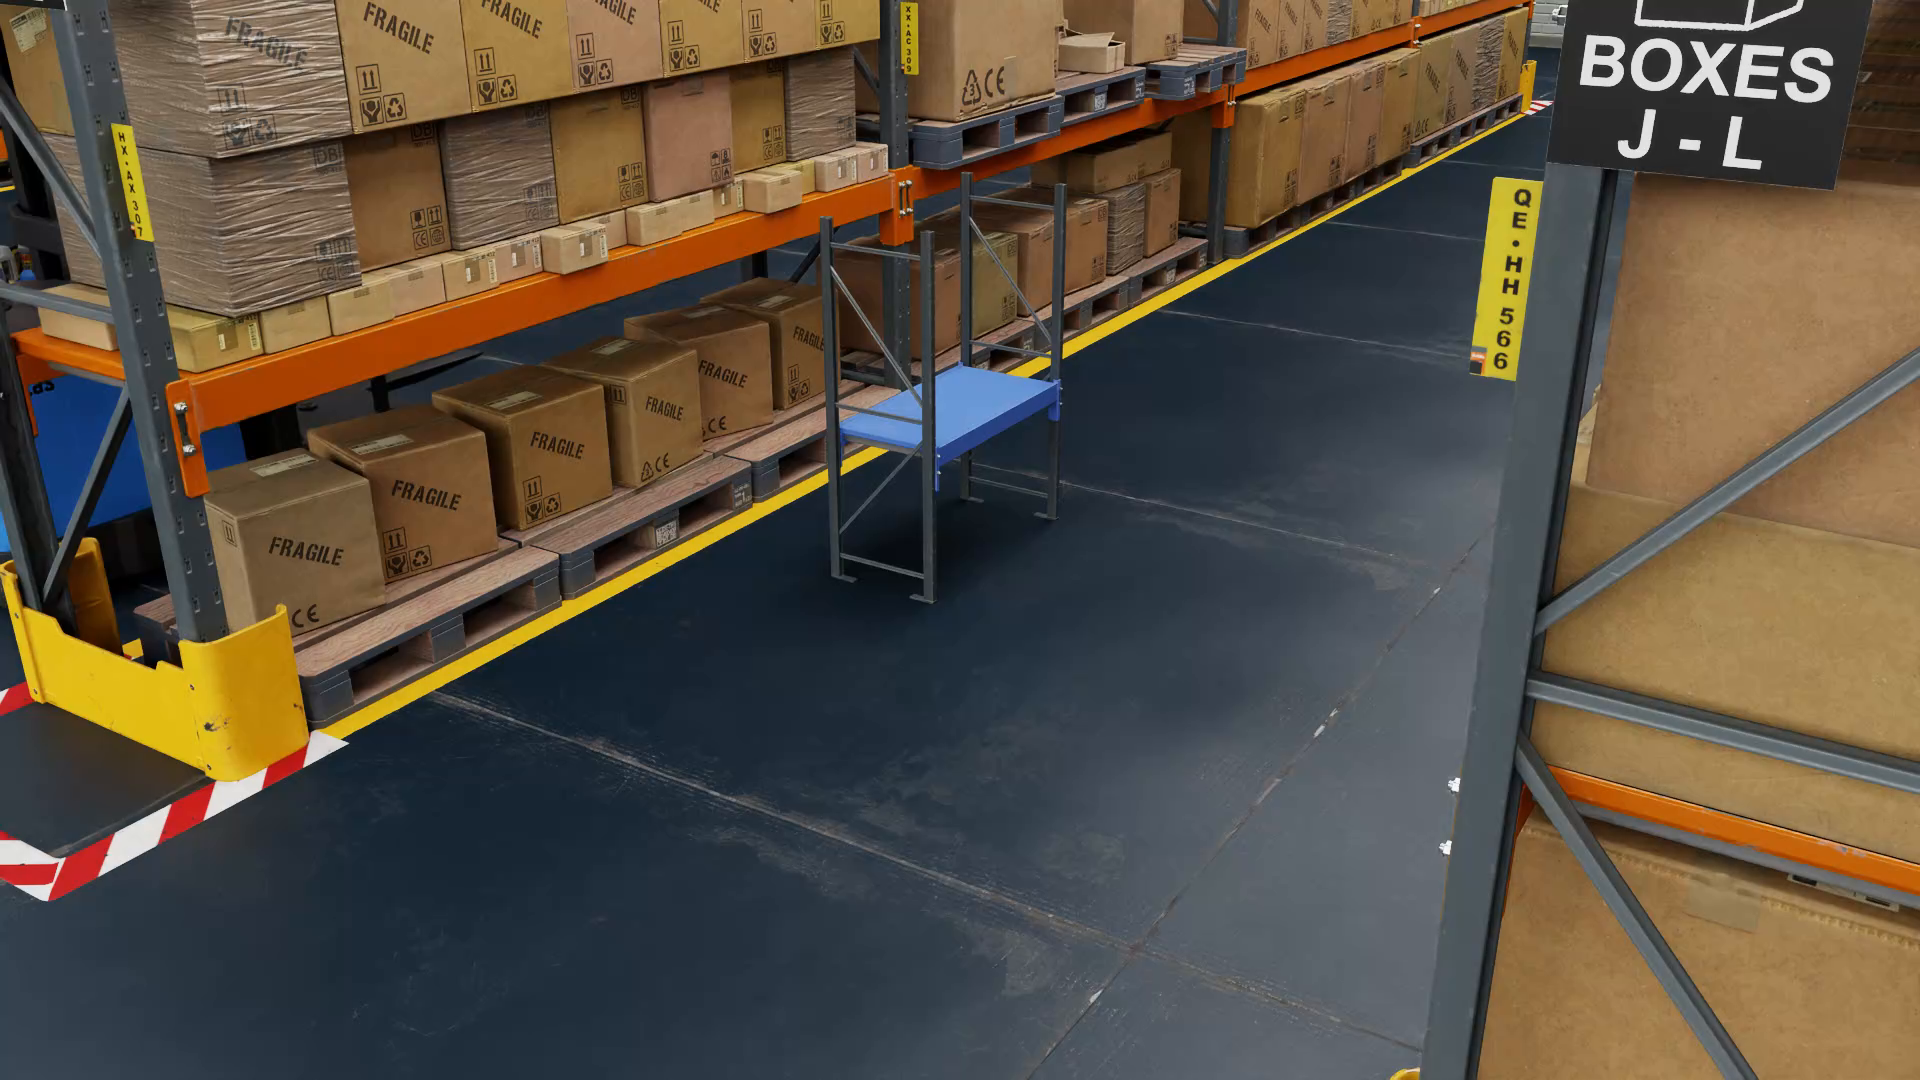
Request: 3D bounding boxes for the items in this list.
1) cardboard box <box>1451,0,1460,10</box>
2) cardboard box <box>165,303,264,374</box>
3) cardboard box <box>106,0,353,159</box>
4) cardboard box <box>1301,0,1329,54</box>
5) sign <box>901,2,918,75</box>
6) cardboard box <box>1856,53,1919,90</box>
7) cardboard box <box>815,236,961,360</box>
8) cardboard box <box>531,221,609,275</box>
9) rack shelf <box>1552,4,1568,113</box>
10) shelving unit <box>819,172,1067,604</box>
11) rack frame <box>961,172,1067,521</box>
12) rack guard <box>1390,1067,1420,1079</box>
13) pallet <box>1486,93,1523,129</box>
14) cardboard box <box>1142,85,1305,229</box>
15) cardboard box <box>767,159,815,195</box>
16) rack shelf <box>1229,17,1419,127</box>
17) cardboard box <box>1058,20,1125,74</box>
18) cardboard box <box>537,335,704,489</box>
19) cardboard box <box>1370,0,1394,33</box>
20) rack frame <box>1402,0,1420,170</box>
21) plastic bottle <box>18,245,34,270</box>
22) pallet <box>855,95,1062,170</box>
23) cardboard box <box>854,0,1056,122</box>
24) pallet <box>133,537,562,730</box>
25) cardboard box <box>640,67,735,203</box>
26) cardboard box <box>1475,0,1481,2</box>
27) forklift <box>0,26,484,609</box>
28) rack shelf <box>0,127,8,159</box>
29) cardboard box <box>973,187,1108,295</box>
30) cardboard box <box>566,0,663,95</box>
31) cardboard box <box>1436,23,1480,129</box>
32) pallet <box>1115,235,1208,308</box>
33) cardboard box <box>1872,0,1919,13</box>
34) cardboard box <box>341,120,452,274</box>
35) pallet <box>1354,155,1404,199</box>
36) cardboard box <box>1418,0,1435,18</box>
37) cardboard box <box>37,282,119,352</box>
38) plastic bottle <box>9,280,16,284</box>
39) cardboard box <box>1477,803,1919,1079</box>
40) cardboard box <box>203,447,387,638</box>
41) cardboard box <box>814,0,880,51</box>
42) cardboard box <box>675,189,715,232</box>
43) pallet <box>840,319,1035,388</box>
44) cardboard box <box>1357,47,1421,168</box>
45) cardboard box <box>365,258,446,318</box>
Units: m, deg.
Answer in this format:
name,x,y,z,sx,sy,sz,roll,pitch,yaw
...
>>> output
name,x,y,z,sx,sy,sz,roll,pitch,yaw
cardboard box,4.366,-4.964,15.257,0.380,0.149,0.250,13,27,28
cardboard box,-2.464,-0.663,5.322,0.380,0.149,0.250,14,27,29
cardboard box,-2.295,-1.502,5.184,0.500,0.500,0.500,14,27,29
cardboard box,2.428,-3.933,12.434,0.500,0.500,0.500,13,27,28
sign,-0.241,-2.368,7.855,0.100,0.325,0.005,14,27,29
cardboard box,2.195,-0.705,3.556,0.875,0.550,0.550,14,27,29
cardboard box,-0.364,-1.339,9.161,0.700,0.500,0.500,12,26,25
cardboard box,-1.590,-1.149,6.444,0.380,0.149,0.250,14,27,29
rack shelf,2.399,-1.380,3.791,1.077,0.370,4.000,14,27,29
shelving unit,-0.045,-0.659,6.886,0.538,1.500,1.048,14,27,29
rack frame,0.223,-0.831,7.282,0.500,1.500,0.032,14,27,29
rack guard,1.331,1.497,3.163,1.175,0.500,0.348,14,27,29
pallet,5.268,-4.566,17.532,1.003,0.211,1.213,14,27,29
cardboard box,1.785,-2.878,12.269,1.225,0.875,0.875,12,26,27
cardboard box,-0.893,-1.678,7.667,0.380,0.149,0.250,14,27,29
rack shelf,2.458,-3.777,13.104,1.077,0.370,4.000,14,27,29
cardboard box,0.753,-2.944,9.915,0.396,0.266,0.258,13,27,27
cardboard box,-1.508,-0.580,7.432,0.500,0.500,0.500,11,26,24
cardboard box,3.232,-4.447,13.622,0.500,0.500,0.500,15,27,31
rack frame,3.513,-4.782,14.521,1.000,3.000,0.127,14,27,29
plastic bottle,-5.838,-1.763,10.427,0.097,0.271,0.097,0,23,0
pallet,-0.180,-2.221,8.847,1.003,0.211,1.213,14,27,29
cardboard box,-0.168,-2.789,8.633,1.000,1.000,1.000,14,27,29
pallet,-2.318,0.255,6.394,1.003,0.211,1.213,14,27,29
cardboard box,-1.468,-1.774,7.072,0.875,0.500,0.500,14,27,29
cardboard box,4.773,-5.223,15.856,0.380,0.149,0.250,13,27,27
forklift,-3.212,-1.605,7.269,1.130,2.935,3.031,15,28,31
rack shelf,-5.969,-2.115,9.265,1.077,0.370,4.000,14,27,29
cardboard box,0.492,-1.874,10.395,0.700,0.500,0.500,16,28,33
cardboard box,-1.504,-2.008,6.354,0.500,0.500,0.500,14,27,29
cardboard box,4.404,-4.509,16.037,0.875,0.875,0.875,14,27,29
pallet,0.990,-1.889,11.348,1.003,0.211,1.213,14,27,29
cardboard box,3.039,-1.245,4.803,0.875,0.550,0.550,14,27,29
cardboard box,-2.341,-1.288,5.949,0.875,0.500,0.500,14,27,29
pallet,3.170,-3.226,14.437,1.003,0.211,1.213,14,27,29
cardboard box,3.952,-4.697,14.640,0.380,0.149,0.250,14,27,29
cardboard box,-2.841,-0.756,5.537,0.380,0.149,0.250,14,27,29
plastic bottle,-5.517,-1.417,9.716,0.097,0.201,0.097,0,23,0
cardboard box,1.646,0.881,3.585,0.875,0.875,0.875,14,27,29
cardboard box,-2.473,0.015,6.057,0.500,0.500,0.500,20,30,38
cardboard box,-0.710,-2.514,7.522,0.500,0.500,0.500,14,27,29
cardboard box,-1.272,-1.421,7.073,0.380,0.149,0.250,14,27,29
pallet,-0.297,-1.065,9.445,1.003,0.211,1.213,14,27,29
cardboard box,3.193,-3.780,14.351,1.225,0.875,0.875,14,27,29
cardboard box,-2.057,-0.913,5.900,0.380,0.149,0.250,14,27,29
